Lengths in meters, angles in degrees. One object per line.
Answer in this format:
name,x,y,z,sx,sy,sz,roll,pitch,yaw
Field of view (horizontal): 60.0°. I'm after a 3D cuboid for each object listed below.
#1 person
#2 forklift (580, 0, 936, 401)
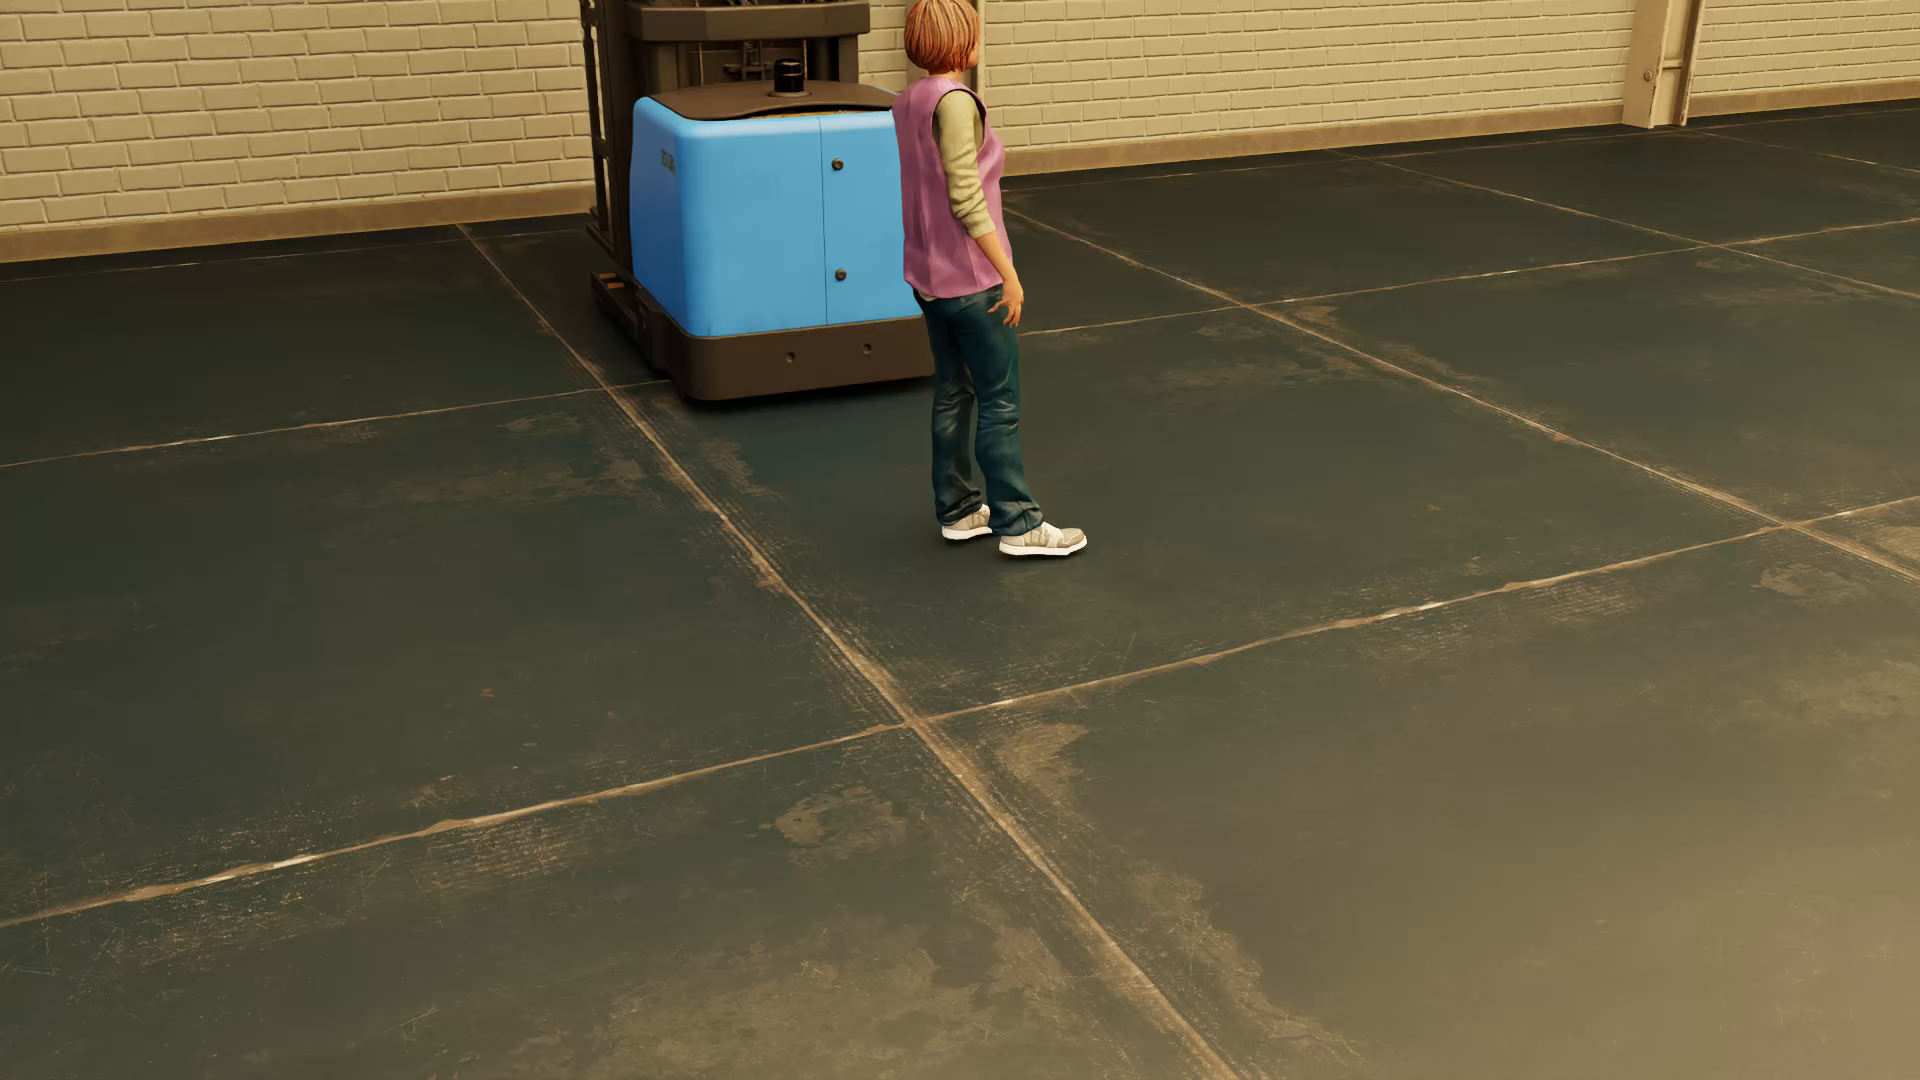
person,0.073,-0.751,4.815,0.476,1.596,0.520,-10,25,-23
forklift,-1.059,-2.405,7.074,1.130,2.935,3.031,-9,24,-20
